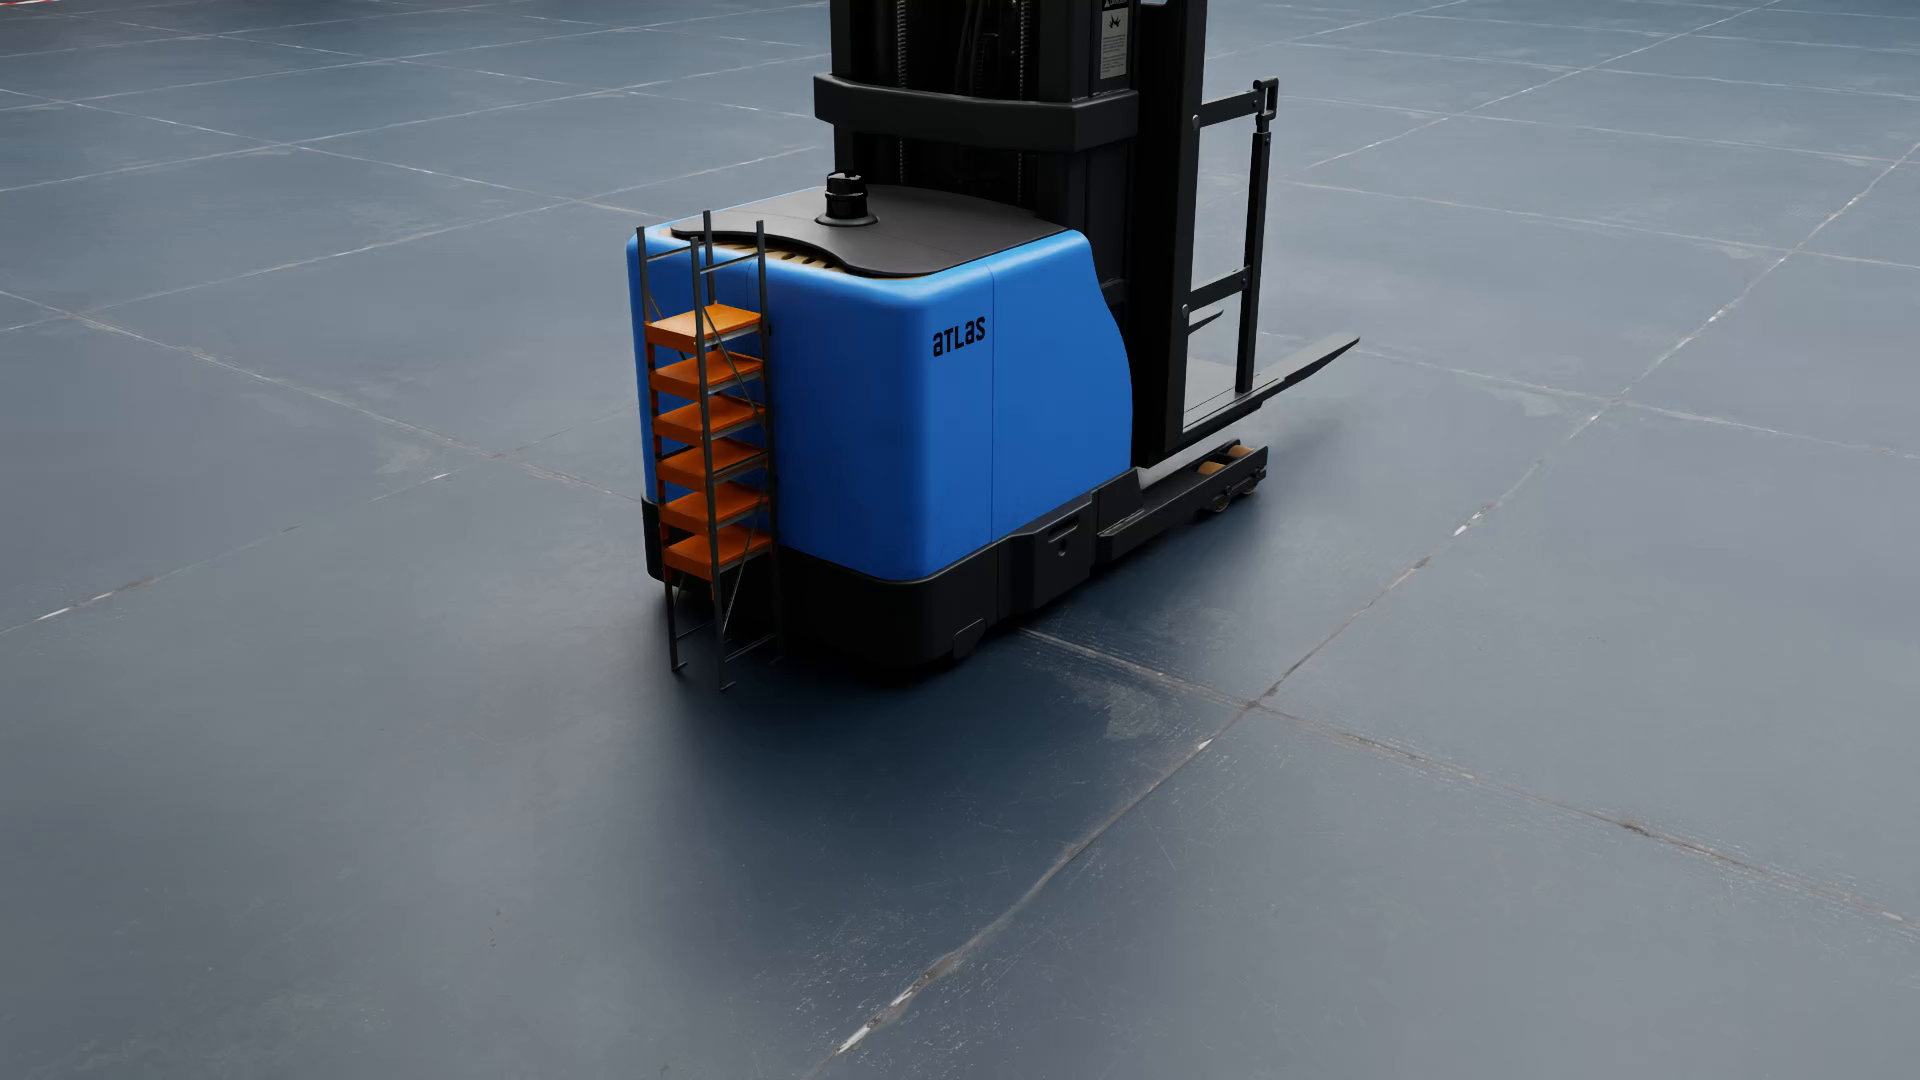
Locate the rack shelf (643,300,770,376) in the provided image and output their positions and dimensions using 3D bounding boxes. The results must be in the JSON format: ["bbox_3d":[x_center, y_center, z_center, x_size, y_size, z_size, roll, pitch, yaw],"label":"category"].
[{"bbox_3d":[-0.625,-0.502,4.120,0.180,0.103,0.258,17,29,34],"label":"rack shelf"}]

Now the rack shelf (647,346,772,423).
[{"bbox_3d":[-0.625,-0.393,4.168,0.180,0.103,0.258,17,29,34],"label":"rack shelf"}]

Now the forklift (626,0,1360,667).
[{"bbox_3d":[0.381,-1.540,5.109,1.130,2.935,3.031,17,29,34],"label":"forklift"}]

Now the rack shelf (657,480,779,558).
[{"bbox_3d":[-0.625,-0.063,4.313,0.180,0.103,0.258,17,29,34],"label":"rack shelf"}]

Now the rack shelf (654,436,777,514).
[{"bbox_3d":[-0.625,-0.173,4.265,0.180,0.103,0.258,17,29,34],"label":"rack shelf"}]

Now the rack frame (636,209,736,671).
[{"bbox_3d":[-0.698,-0.236,4.298,0.006,1.200,0.240,17,29,34],"label":"rack frame"}]

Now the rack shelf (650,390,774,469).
[{"bbox_3d":[-0.625,-0.283,4.216,0.180,0.103,0.258,17,29,34],"label":"rack shelf"}]

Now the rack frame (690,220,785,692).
[{"bbox_3d":[-0.553,-0.191,4.196,0.006,1.200,0.240,17,29,34],"label":"rack frame"}]

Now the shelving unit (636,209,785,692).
[{"bbox_3d":[-0.625,-0.214,4.247,0.189,1.200,0.258,17,29,34],"label":"shelving unit"}]

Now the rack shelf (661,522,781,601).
[{"bbox_3d":[-0.625,0.047,4.361,0.180,0.103,0.258,17,29,34],"label":"rack shelf"}]
